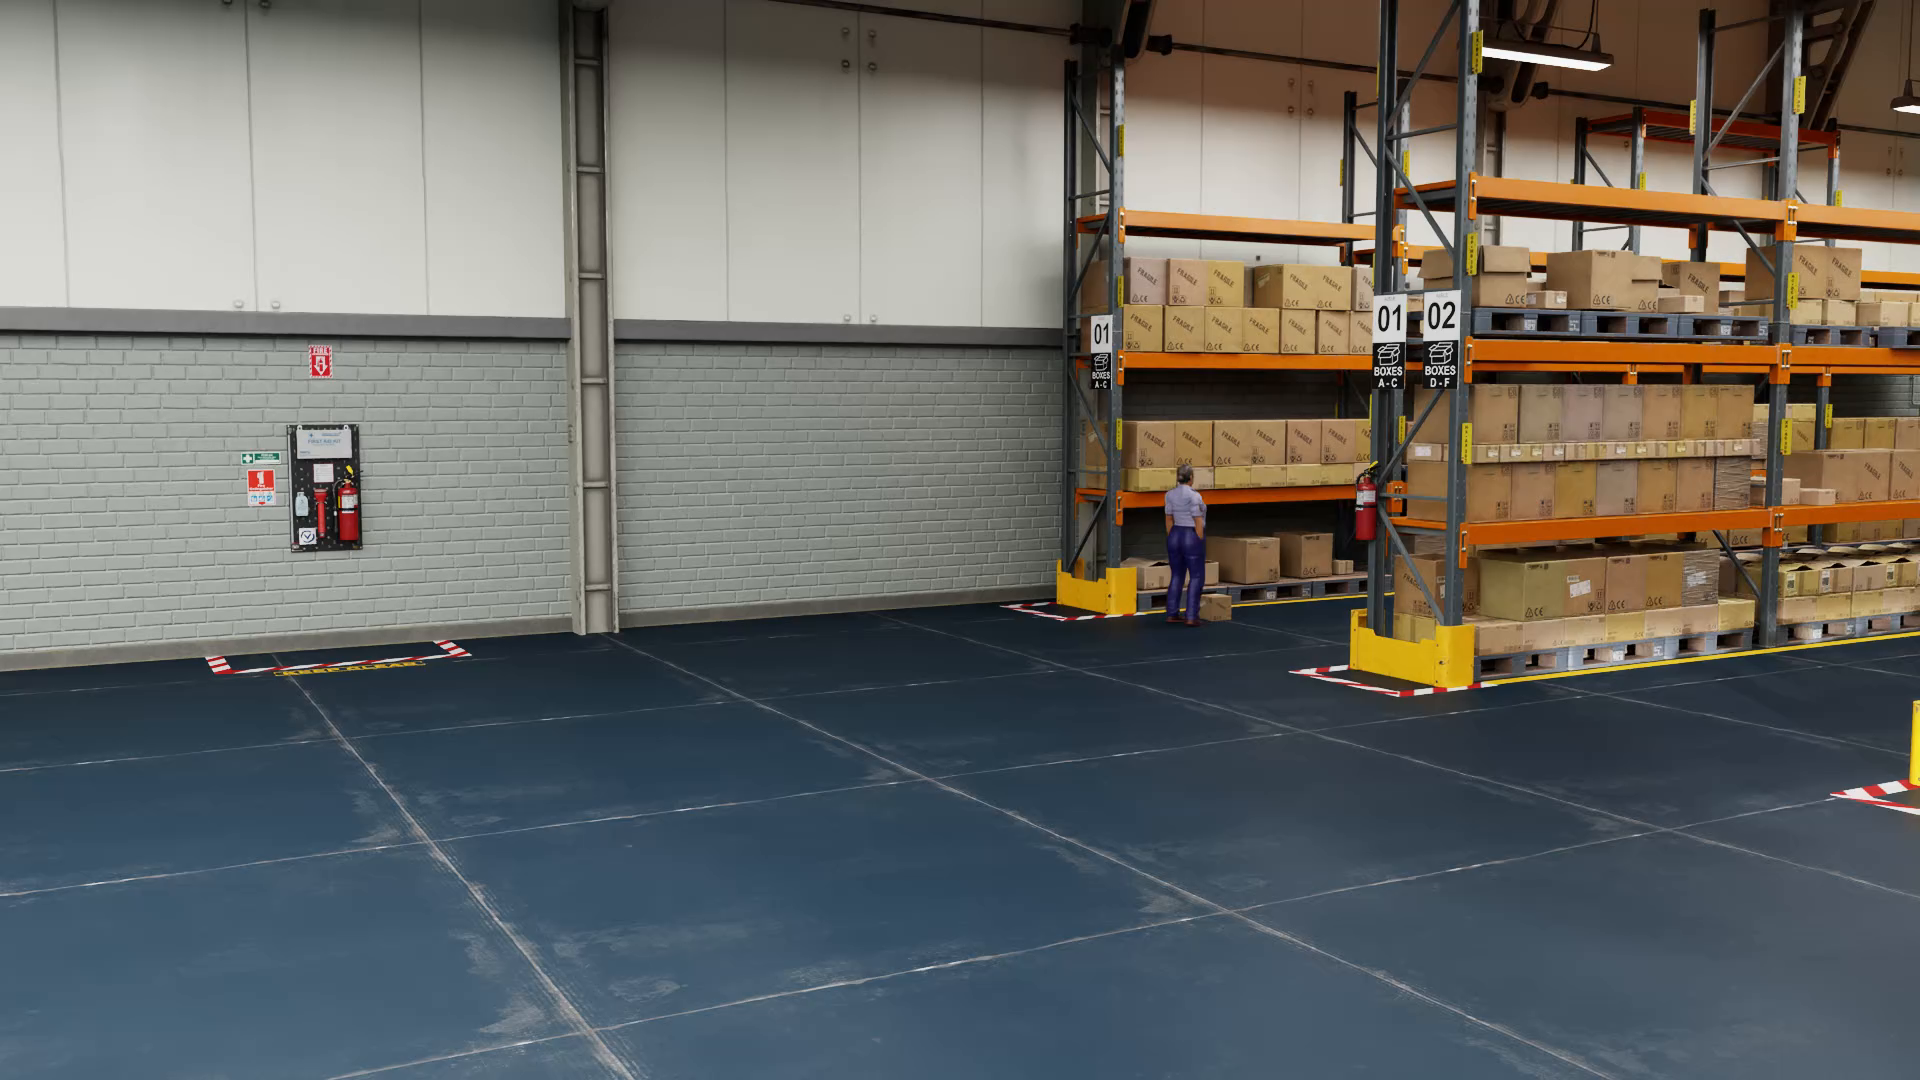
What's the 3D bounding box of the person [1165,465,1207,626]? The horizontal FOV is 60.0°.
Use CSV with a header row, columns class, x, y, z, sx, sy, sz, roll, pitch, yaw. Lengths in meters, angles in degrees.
class,x,y,z,sx,sy,sz,roll,pitch,yaw
person,2.322,0.062,17.108,0.342,1.646,0.468,-5,7,-43
